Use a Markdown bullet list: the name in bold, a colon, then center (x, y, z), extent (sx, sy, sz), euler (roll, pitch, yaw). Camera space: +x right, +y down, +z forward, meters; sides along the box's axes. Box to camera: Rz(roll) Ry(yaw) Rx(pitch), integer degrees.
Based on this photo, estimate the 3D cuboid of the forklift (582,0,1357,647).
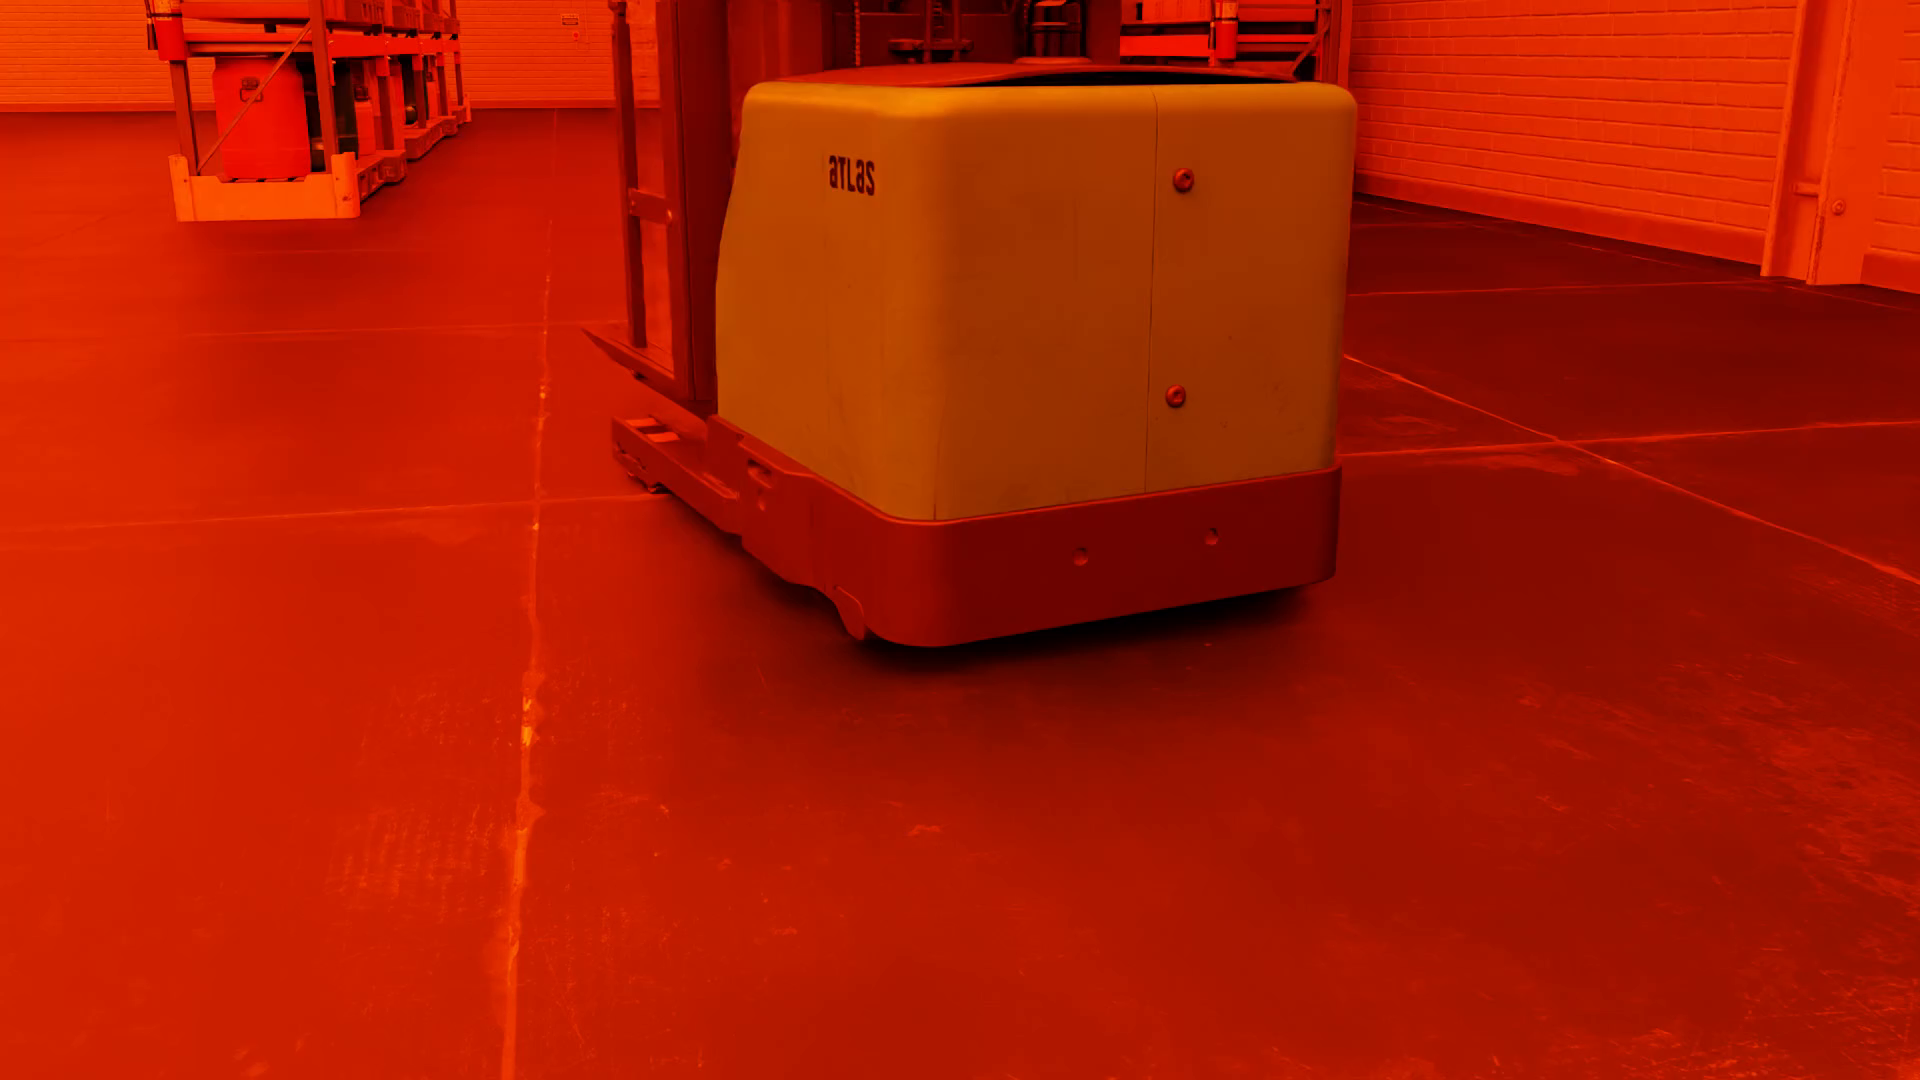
- **forklift**: center (-0.312, -1.578, 4.181), extent (1.130, 2.935, 3.031), euler (-8, 18, -25)
